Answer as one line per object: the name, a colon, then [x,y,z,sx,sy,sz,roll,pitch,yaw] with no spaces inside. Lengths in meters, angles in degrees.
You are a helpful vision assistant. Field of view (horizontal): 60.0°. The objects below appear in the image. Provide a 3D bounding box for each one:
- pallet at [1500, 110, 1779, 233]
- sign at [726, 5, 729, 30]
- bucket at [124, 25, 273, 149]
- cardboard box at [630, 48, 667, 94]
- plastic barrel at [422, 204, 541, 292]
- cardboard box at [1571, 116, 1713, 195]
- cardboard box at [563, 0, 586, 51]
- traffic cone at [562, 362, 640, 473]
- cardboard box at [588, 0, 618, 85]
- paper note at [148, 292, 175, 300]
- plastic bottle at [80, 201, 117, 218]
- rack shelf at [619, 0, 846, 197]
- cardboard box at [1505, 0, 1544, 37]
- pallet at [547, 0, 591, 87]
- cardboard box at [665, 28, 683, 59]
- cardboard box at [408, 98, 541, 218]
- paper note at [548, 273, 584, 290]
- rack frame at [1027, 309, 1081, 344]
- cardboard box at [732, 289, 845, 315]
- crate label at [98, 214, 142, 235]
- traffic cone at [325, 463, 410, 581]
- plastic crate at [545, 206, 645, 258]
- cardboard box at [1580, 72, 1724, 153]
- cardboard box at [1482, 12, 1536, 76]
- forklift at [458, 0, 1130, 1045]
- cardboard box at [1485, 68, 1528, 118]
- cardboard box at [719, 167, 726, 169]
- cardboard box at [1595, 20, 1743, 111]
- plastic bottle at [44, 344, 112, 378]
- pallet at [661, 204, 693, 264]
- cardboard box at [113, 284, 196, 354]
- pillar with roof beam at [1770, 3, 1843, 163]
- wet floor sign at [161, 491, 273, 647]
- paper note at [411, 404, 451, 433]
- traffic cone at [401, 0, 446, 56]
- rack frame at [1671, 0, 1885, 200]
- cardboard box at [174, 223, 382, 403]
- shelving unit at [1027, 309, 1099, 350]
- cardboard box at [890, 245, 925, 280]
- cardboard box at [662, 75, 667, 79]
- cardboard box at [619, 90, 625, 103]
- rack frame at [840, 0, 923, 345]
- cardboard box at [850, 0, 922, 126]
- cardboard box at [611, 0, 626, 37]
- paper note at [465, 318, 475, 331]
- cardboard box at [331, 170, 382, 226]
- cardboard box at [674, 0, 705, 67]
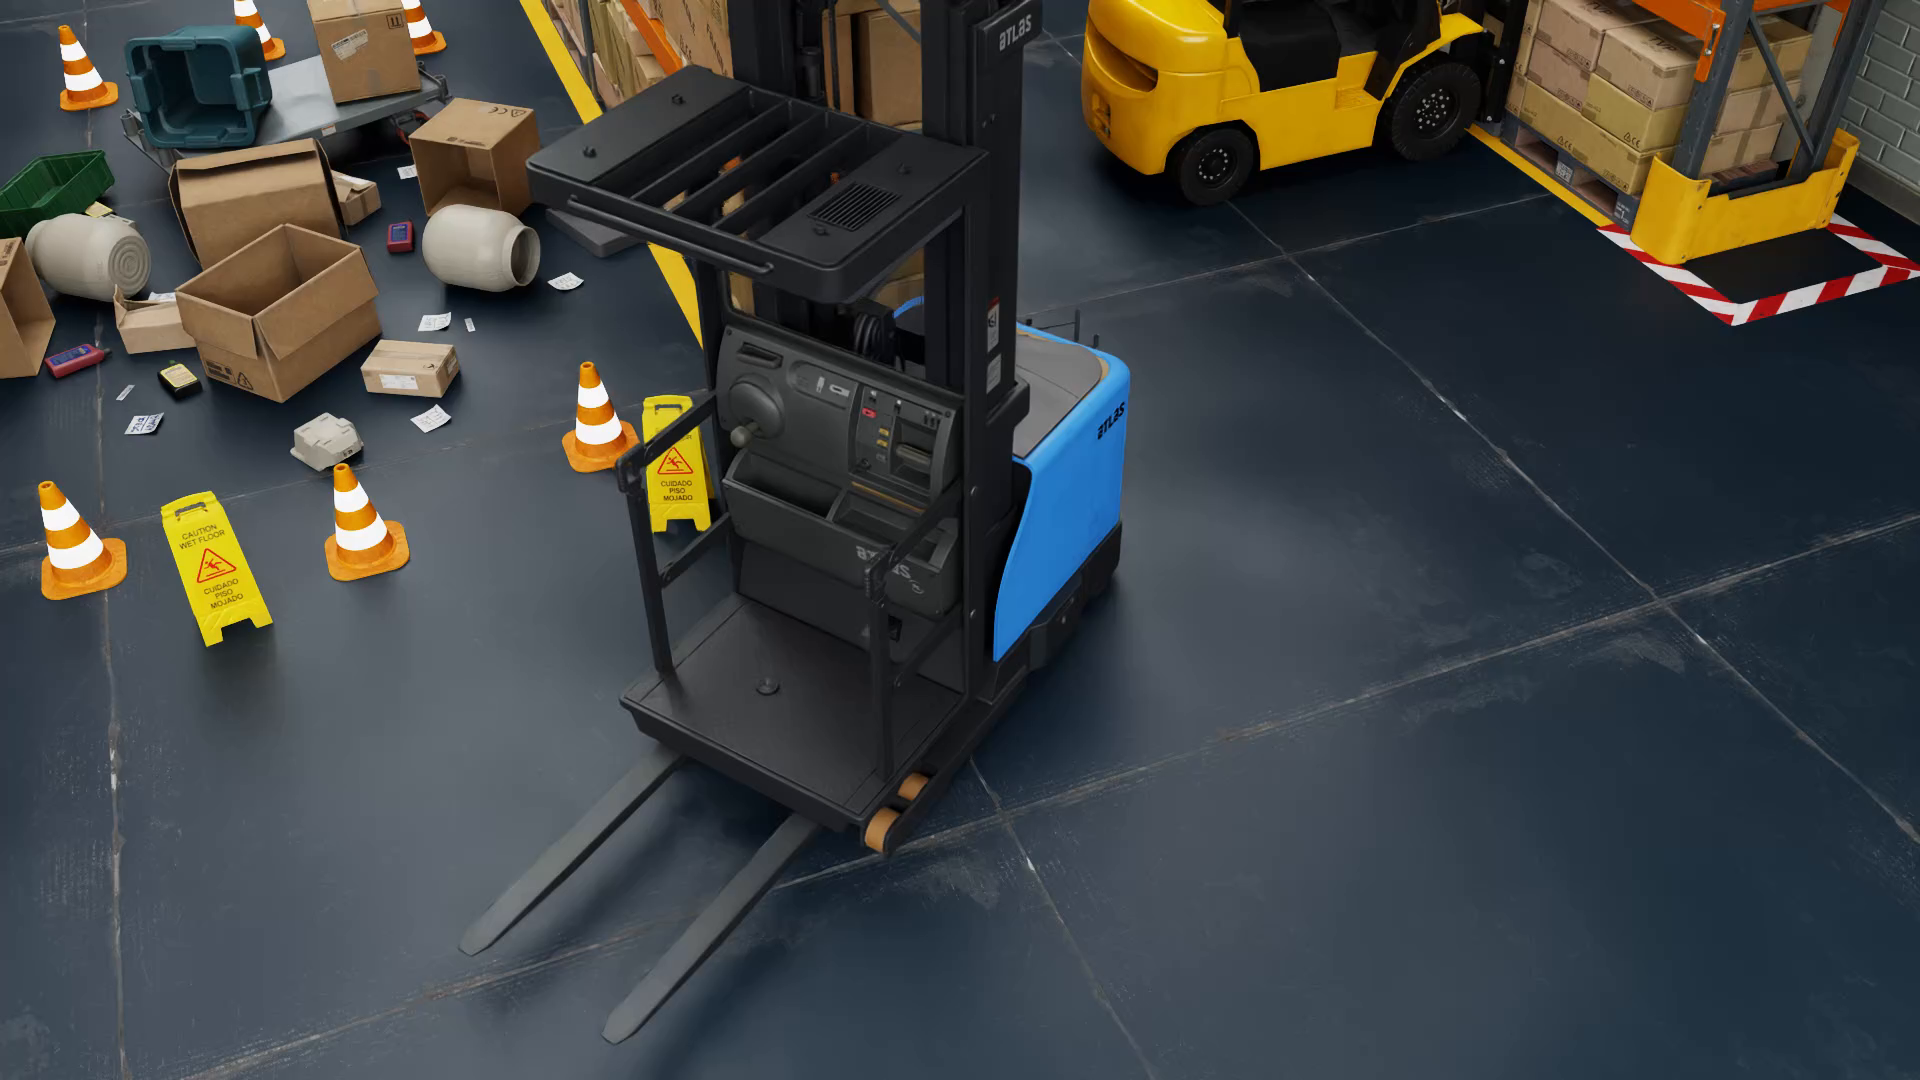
pallet: [3.942,-2.266,9.723,1.003,0.211,1.213,-15,43,-17]
sign: [-0.831,-2.065,6.220,0.100,0.325,0.005,-15,43,-17]
bucket: [-4.194,-2.574,9.288,0.726,0.611,0.620,-2,31,-2]
cardboard box: [-1.452,-2.388,8.938,0.500,0.500,0.500,-13,42,-15]
plastic barrel: [-2.500,-1.522,8.695,0.512,0.421,0.421,12,42,13]
cardboard box: [3.802,-2.194,9.287,0.500,0.250,0.500,-15,43,-17]
cardboard box: [-2.044,-3.520,10.736,0.950,0.372,0.625,-15,43,-16]
traffic cone: [-1.667,-0.607,7.601,0.336,0.463,0.334,-15,43,-17]
cardboard box: [-1.865,-3.020,9.673,0.500,0.500,0.500,-13,42,-15]
paper note: [-4.166,-1.256,8.693,0.172,0.023,0.155,-2,41,-2]
plastic bottle: [-4.876,-1.842,9.345,0.283,0.061,0.133,27,47,27]
rack shelf: [-1.076,-2.564,8.483,1.077,0.370,4.000,-15,43,-17]
cardboard box: [3.406,-3.176,9.662,0.500,0.250,0.500,-15,43,-16]
pallet: [-2.141,-3.453,11.104,1.003,0.211,1.213,-15,43,-17]
cardboard box: [-1.206,-2.462,8.005,0.380,0.149,0.250,-16,43,-17]
cardboard box: [-2.688,-2.110,9.318,0.500,0.500,0.500,12,42,13]
paper note: [-2.090,-1.374,8.825,0.142,0.019,0.148,-31,49,-31]
rack frame: [0.394,-0.605,7.263,0.240,0.900,0.006,-13,42,-14]
cardboard box: [-0.878,-1.183,8.112,0.500,0.250,0.500,-15,43,-17]
crate label: [-4.640,-1.657,9.072,0.250,0.136,0.298,19,44,20]
traffic cone: [-2.563,-0.126,7.041,0.336,0.463,0.334,-15,43,-17]
plastic crate: [-1.998,-1.784,9.264,0.402,0.080,0.583,-31,49,-31]
cardboard box: [3.799,-2.394,9.137,0.500,0.250,0.500,-16,43,-17]
cardboard box: [3.400,-3.005,9.847,0.500,0.250,0.500,-16,43,-18]
forklift: [-0.536,-0.343,5.400,1.130,2.935,3.031,22,45,24]
cardboard box: [3.437,-2.799,9.991,0.500,0.250,0.500,-15,43,-16]
cardboard box: [-1.061,-1.764,8.213,0.500,0.500,0.500,-14,43,-15]
cardboard box: [3.809,-2.568,8.956,0.500,0.250,0.500,-14,43,-15]
plastic bottle: [-4.372,-0.902,8.252,0.283,0.061,0.133,-31,49,-31]
pallet: [-1.081,-1.853,9.242,1.003,0.211,1.213,-15,43,-17]
cardboard box: [-4.017,-1.133,8.364,0.396,0.266,0.258,-8,41,-9]
pillar with roof beam: [0.863,-4.718,5.834,9.100,9.000,0.400,-15,43,-17]
wet floor sign: [-3.005,0.080,6.662,0.267,0.644,0.232,-23,46,-24]
paper note: [-2.512,-0.579,7.900,0.148,0.019,0.142,-31,49,-31]
traffic cone: [-3.609,-3.478,10.939,0.336,0.463,0.334,-15,43,-17]
rack frame: [4.274,-2.873,8.290,1.000,3.000,0.127,-15,43,-17]
cardboard box: [-3.322,-1.112,8.157,0.637,0.503,0.797,19,44,20]
shelving unit: [0.427,-0.543,7.190,0.258,0.900,0.210,-13,42,-14]
cardboard box: [-0.374,-1.602,8.024,0.500,0.500,0.500,-16,43,-18]
cardboard box: [-1.253,-2.212,8.236,0.380,0.149,0.250,-13,42,-15]
cardboard box: [-1.650,-2.417,9.547,0.500,0.250,0.500,-13,42,-14]
rack frame: [-0.311,-1.632,6.847,1.000,3.000,0.127,-15,43,-17]
cardboard box: [-0.236,-2.137,7.130,0.500,0.500,0.500,-16,43,-18]
cardboard box: [-1.674,-2.866,8.997,0.380,0.149,0.250,-14,43,-15]
paper note: [-2.513,-1.104,8.526,0.032,0.001,0.123,-15,43,-17]
cardboard box: [-3.513,-1.979,9.348,0.396,0.266,0.258,19,44,20]
cardboard box: [-0.960,-2.344,7.370,0.500,0.500,0.500,-15,43,-17]
